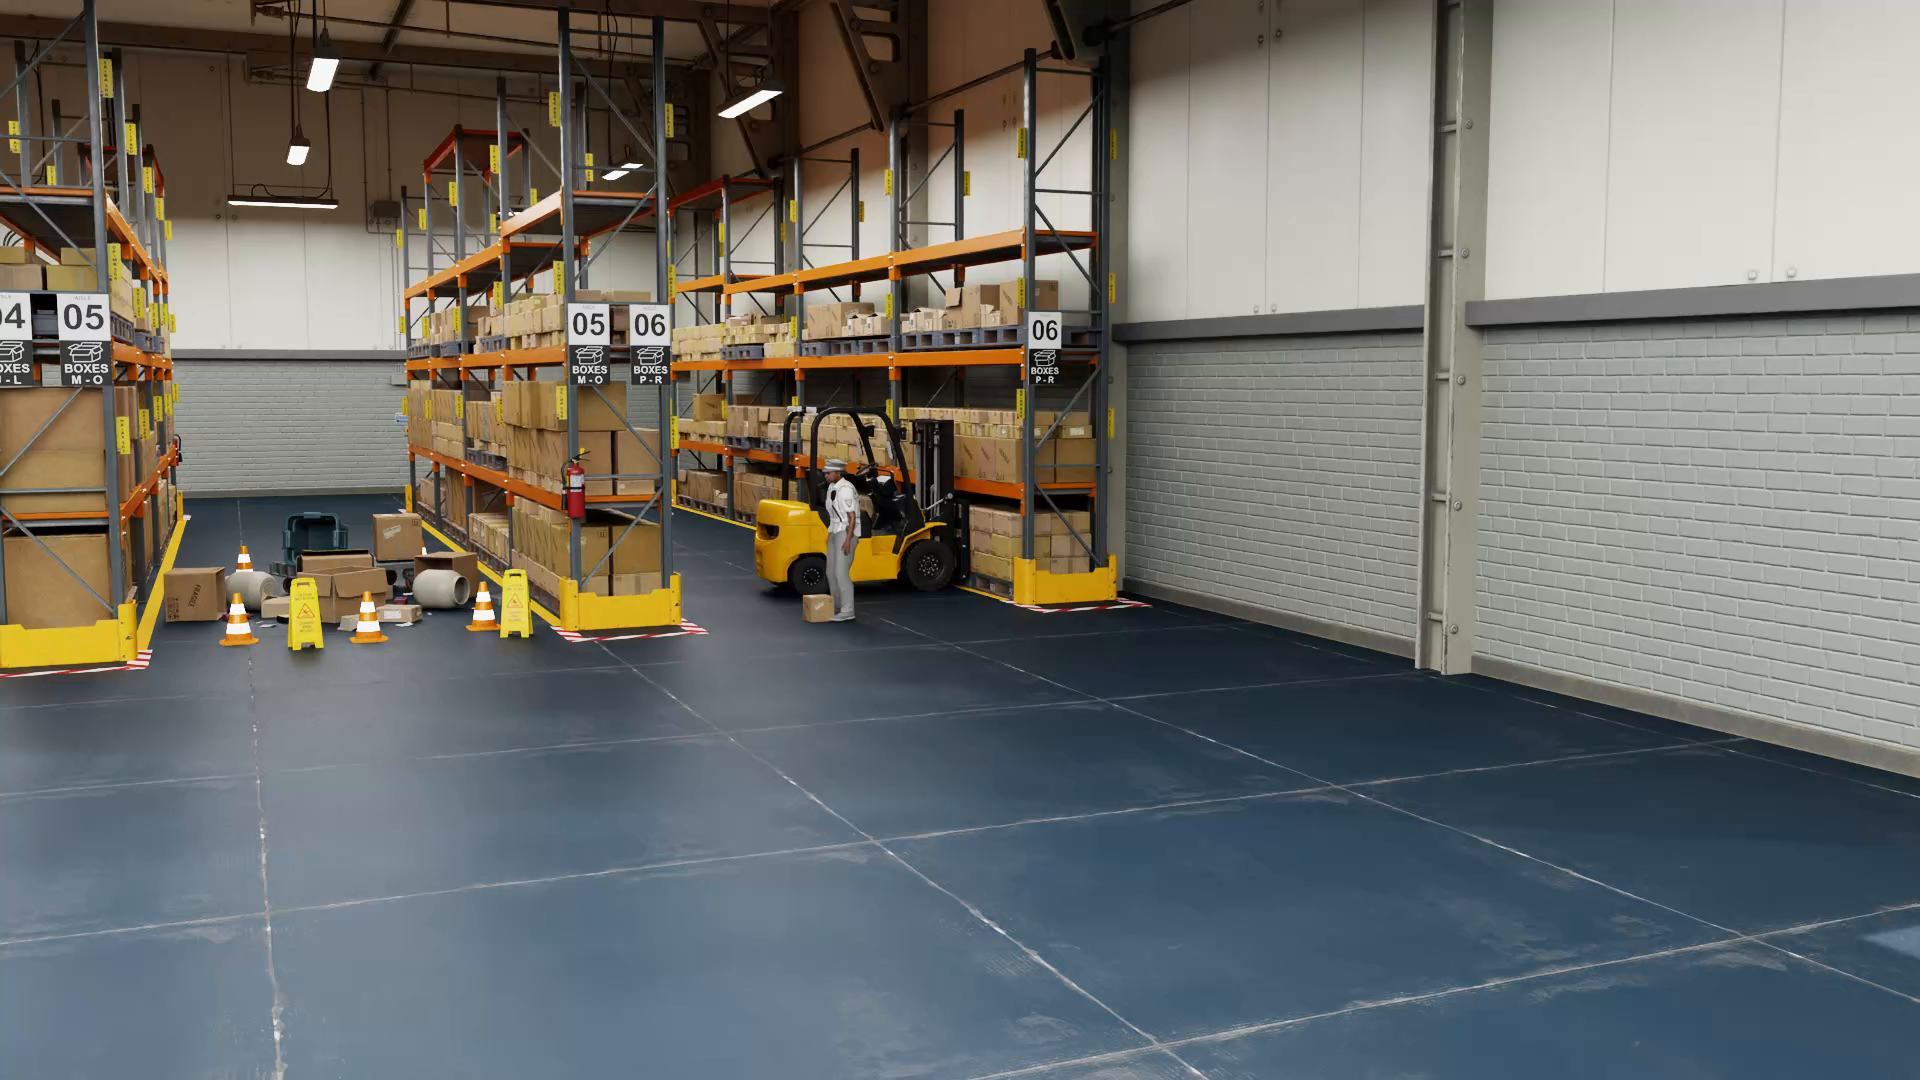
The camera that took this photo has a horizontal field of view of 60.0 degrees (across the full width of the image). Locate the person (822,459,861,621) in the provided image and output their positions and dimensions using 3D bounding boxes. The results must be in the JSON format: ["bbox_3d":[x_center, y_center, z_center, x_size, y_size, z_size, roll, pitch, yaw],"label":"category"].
[{"bbox_3d":[-1.238,-0.011,17.107,0.396,1.662,0.532,-3,6,-27],"label":"person"}]
